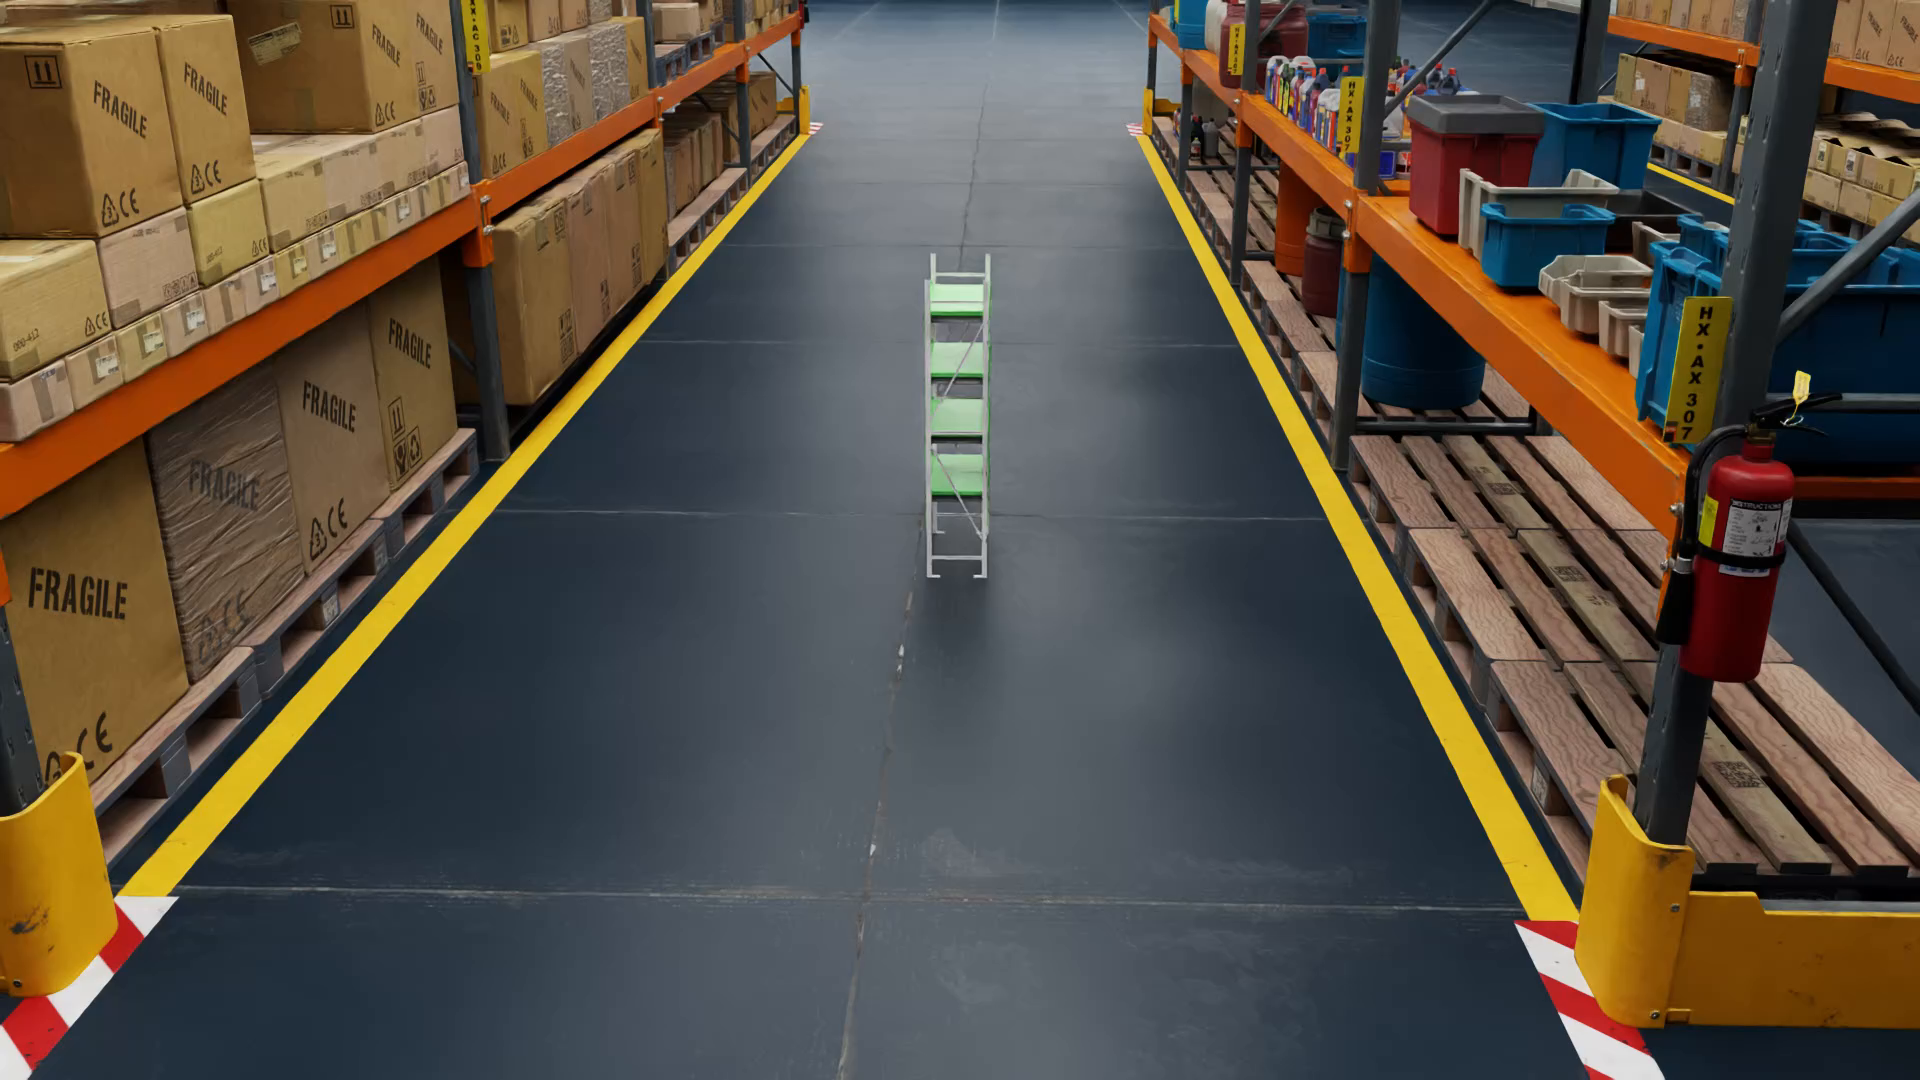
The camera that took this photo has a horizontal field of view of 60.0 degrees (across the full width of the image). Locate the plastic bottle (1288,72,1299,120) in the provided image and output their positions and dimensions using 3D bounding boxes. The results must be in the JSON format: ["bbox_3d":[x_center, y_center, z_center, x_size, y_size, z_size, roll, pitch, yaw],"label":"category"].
[{"bbox_3d":[1.997,-2.628,9.834,0.097,0.271,0.097,0,21,0],"label":"plastic bottle"}]

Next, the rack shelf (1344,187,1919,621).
[{"bbox_3d":[2.206,-0.677,5.621,1.077,0.370,4.000,1,21,2],"label":"rack shelf"}]

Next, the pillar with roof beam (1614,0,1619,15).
[{"bbox_3d":[9.622,-15.055,33.390,9.100,9.000,0.400,1,21,2],"label":"pillar with roof beam"}]

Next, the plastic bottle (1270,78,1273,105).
[{"bbox_3d":[2.019,-2.859,10.526,0.097,0.201,0.097,0,21,0],"label":"plastic bottle"}]

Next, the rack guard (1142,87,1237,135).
[{"bbox_3d":[2.677,-4.881,18.917,1.175,0.500,0.348,1,21,2],"label":"rack guard"}]

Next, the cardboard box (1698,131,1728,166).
[{"bbox_3d":[7.257,-3.656,15.526,0.500,0.250,0.500,1,21,2],"label":"cardboard box"}]

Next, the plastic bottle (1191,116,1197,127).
[{"bbox_3d":[2.248,-3.904,15.996,0.144,0.351,0.185,0,21,-1],"label":"plastic bottle"}]

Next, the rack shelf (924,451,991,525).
[{"bbox_3d":[-0.005,-0.216,6.768,0.258,0.148,0.480,1,21,2],"label":"rack shelf"}]

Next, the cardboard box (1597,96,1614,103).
[{"bbox_3d":[7.345,-4.741,18.321,0.500,0.250,0.500,1,21,2],"label":"cardboard box"}]

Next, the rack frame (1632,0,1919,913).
[{"bbox_3d":[2.146,-0.289,3.628,1.000,3.000,0.127,1,21,2],"label":"rack frame"}]

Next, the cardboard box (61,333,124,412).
[{"bbox_3d":[-2.458,-0.444,4.374,0.380,0.149,0.250,0,21,1],"label":"cardboard box"}]

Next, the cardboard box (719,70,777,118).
[{"bbox_3d":[-2.354,-4.934,18.472,0.500,0.500,0.500,5,22,12],"label":"cardboard box"}]

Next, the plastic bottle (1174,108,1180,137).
[{"bbox_3d":[2.240,-4.279,17.058,0.061,0.283,0.133,1,21,3],"label":"plastic bottle"}]

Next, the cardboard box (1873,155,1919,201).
[{"bbox_3d":[7.119,-2.681,12.238,0.500,0.311,0.500,0,21,1],"label":"cardboard box"}]

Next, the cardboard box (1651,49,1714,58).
[{"bbox_3d":[7.864,-5.085,18.171,0.500,0.500,0.500,1,21,2],"label":"cardboard box"}]

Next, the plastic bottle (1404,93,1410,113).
[{"bbox_3d":[2.765,-2.708,10.135,0.097,0.201,0.097,0,21,0],"label":"plastic bottle"}]

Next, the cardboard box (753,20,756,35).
[{"bbox_3d":[-2.132,-4.821,15.654,0.380,0.149,0.250,1,21,2],"label":"cardboard box"}]

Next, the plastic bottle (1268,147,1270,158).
[{"bbox_3d":[2.965,-3.712,15.710,0.097,0.201,0.097,0,21,0],"label":"plastic bottle"}]

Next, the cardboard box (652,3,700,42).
[{"bbox_3d":[-2.281,-3.966,12.729,0.500,0.250,0.500,0,21,0],"label":"cardboard box"}]

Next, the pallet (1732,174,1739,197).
[{"bbox_3d":[7.478,-3.005,14.483,1.003,0.211,1.213,1,21,2],"label":"pallet"}]

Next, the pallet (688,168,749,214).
[{"bbox_3d":[-2.462,-3.101,14.729,1.003,0.211,1.213,1,21,2],"label":"pallet"}]

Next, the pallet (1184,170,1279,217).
[{"bbox_3d":[2.525,-3.044,14.581,1.003,0.211,1.213,1,21,2],"label":"pallet"}]

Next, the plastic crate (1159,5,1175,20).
[{"bbox_3d":[2.283,-5.631,17.760,0.298,0.136,0.250,1,21,2],"label":"plastic crate"}]

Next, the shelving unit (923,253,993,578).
[{"bbox_3d":[-0.005,-0.500,6.658,0.258,1.200,0.503,1,21,2],"label":"shelving unit"}]

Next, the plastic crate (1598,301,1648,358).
[{"bbox_3d":[2.013,-0.596,4.699,0.396,0.136,0.243,1,21,2],"label":"plastic crate"}]

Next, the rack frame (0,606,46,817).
[{"bbox_3d":[-2.805,-0.344,3.768,1.000,3.000,0.127,1,21,2],"label":"rack frame"}]

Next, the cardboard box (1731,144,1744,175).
[{"bbox_3d":[7.202,-3.343,14.718,0.500,0.250,0.500,0,21,0],"label":"cardboard box"}]

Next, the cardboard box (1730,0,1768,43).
[{"bbox_3d":[7.469,-4.779,15.061,0.700,0.500,0.500,0,21,0],"label":"cardboard box"}]

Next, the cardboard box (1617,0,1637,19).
[{"bbox_3d":[7.556,-5.896,17.940,0.700,0.500,0.500,1,21,2],"label":"cardboard box"}]

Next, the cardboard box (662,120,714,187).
[{"bbox_3d":[-2.514,-3.328,14.307,0.700,0.500,0.500,1,21,1],"label":"cardboard box"}]

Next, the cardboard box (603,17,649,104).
[{"bbox_3d":[-2.329,-3.102,10.738,0.500,0.500,0.500,1,21,3],"label":"cardboard box"}]

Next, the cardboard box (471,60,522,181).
[{"bbox_3d":[-2.420,-2.000,7.899,0.500,0.500,0.500,1,21,2],"label":"cardboard box"}]

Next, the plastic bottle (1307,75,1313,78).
[{"bbox_3d":[2.164,-2.774,10.307,0.097,0.201,0.097,0,21,0],"label":"plastic bottle"}]

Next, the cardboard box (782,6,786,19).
[{"bbox_3d":[-2.085,-5.725,17.984,0.380,0.149,0.250,1,21,2],"label":"cardboard box"}]

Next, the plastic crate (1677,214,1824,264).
[{"bbox_3d":[2.531,-0.909,5.374,0.416,0.233,0.300,1,21,2],"label":"plastic crate"}]

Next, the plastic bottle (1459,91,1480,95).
[{"bbox_3d":[2.697,-2.259,8.877,0.152,0.276,0.135,1,21,2],"label":"plastic bottle"}]

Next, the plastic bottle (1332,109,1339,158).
[{"bbox_3d":[1.974,-2.115,8.402,0.144,0.351,0.185,1,21,2],"label":"plastic bottle"}]

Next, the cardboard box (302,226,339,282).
[{"bbox_3d":[-2.413,-1.002,5.813,0.380,0.149,0.250,1,21,3],"label":"cardboard box"}]

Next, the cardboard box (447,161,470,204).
[{"bbox_3d":[-2.365,-1.559,7.247,0.380,0.149,0.250,1,21,2],"label":"cardboard box"}]

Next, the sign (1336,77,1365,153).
[{"bbox_3d":[1.717,-1.871,7.322,0.100,0.325,0.005,1,21,2],"label":"sign"}]

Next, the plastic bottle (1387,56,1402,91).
[{"bbox_3d":[2.803,-2.976,10.714,0.061,0.283,0.133,1,21,2],"label":"plastic bottle"}]

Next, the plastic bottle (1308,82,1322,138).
[{"bbox_3d":[1.955,-2.358,9.121,0.061,0.283,0.133,1,21,2],"label":"plastic bottle"}]

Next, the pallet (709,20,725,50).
[{"bbox_3d":[-2.609,-4.318,14.277,1.003,0.211,1.213,1,21,2],"label":"pallet"}]

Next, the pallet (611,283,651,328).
[{"bbox_3d":[-2.661,-1.652,10.995,1.003,0.211,1.213,1,21,2],"label":"pallet"}]

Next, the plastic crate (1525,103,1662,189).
[{"bbox_3d":[2.594,-1.583,6.902,0.392,0.384,0.575,1,21,2],"label":"plastic crate"}]

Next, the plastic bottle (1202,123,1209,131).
[{"bbox_3d":[2.397,-3.876,16.029,0.152,0.276,0.135,1,21,2],"label":"plastic bottle"}]

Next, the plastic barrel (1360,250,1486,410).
[{"bbox_3d":[2.301,-1.149,8.165,0.600,0.901,0.708,1,21,2],"label":"plastic barrel"}]

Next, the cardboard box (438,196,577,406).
[{"bbox_3d":[-2.684,-1.227,8.401,1.225,0.875,0.875,1,21,2],"label":"cardboard box"}]

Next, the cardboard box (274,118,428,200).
[{"bbox_3d":[-2.448,-1.509,6.568,0.500,0.250,0.500,1,21,3],"label":"cardboard box"}]

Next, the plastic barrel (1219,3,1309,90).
[{"bbox_3d":[2.100,-3.416,11.499,0.600,0.536,0.708,1,21,2],"label":"plastic barrel"}]

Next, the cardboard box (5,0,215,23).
[{"bbox_3d":[-2.987,-1.672,5.950,0.500,0.500,0.500,0,21,0],"label":"cardboard box"}]

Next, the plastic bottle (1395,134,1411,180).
[{"bbox_3d":[2.081,-1.794,7.781,0.097,0.201,0.097,0,21,0],"label":"plastic bottle"}]

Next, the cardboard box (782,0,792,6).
[{"bbox_3d":[-2.258,-5.933,17.625,0.875,0.500,0.500,1,21,2],"label":"cardboard box"}]
